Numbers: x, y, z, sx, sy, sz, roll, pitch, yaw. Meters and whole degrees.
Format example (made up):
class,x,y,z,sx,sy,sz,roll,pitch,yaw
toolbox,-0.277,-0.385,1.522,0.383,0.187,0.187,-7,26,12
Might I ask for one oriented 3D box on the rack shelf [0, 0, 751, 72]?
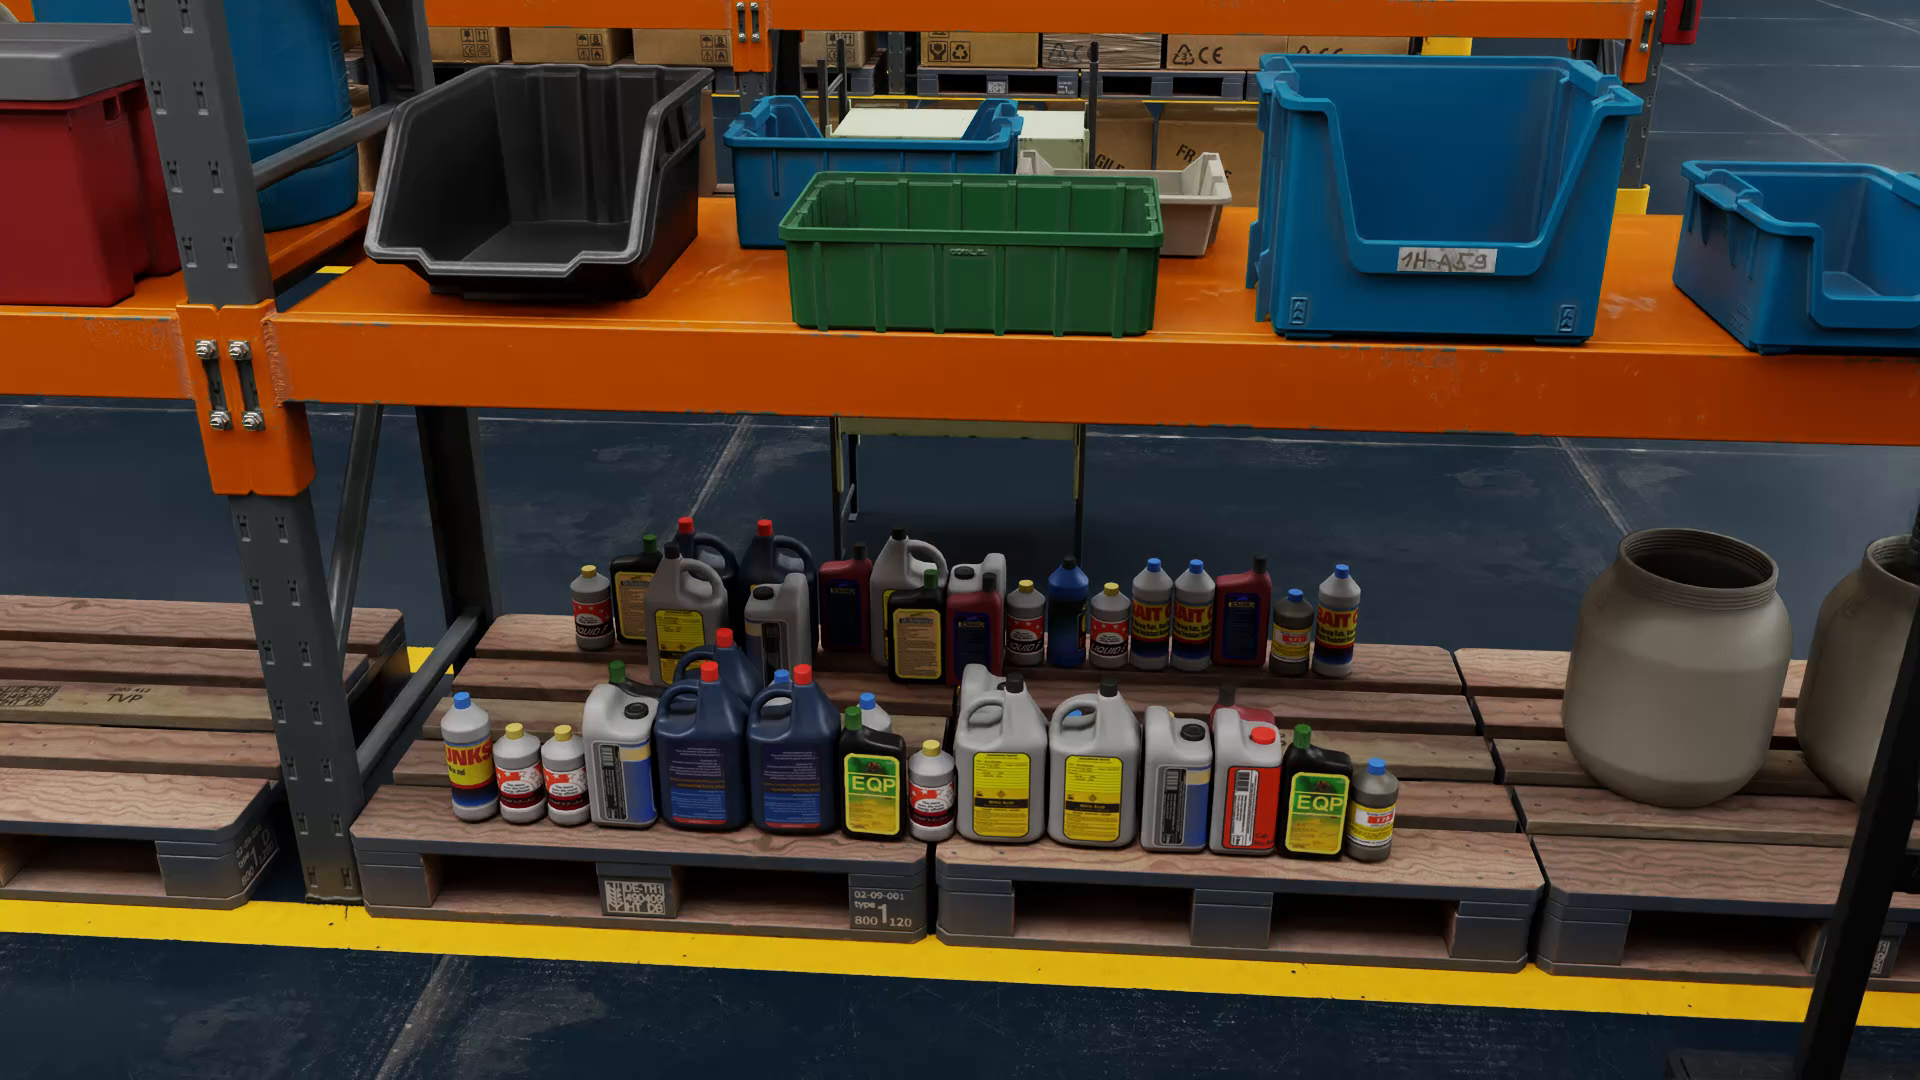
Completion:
class,x,y,z,sx,sy,sz,roll,pitch,yaw
rack shelf,-2.914,-2.594,8.159,4.000,0.370,1.077,2,25,4

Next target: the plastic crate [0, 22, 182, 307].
class,x,y,z,sx,sy,sz,roll,pitch,yaw
plastic crate,-1.806,-0.709,3.127,0.583,0.464,0.402,2,25,4

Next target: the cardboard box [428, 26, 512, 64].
class,x,y,z,sx,sy,sz,roll,pitch,yaw
cardboard box,-3.828,-4.160,12.892,0.750,0.750,1.050,2,25,3

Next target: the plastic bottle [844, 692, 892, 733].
class,x,y,z,sx,sy,sz,roll,pitch,yaw
plastic bottle,-0.189,0.441,3.441,0.097,0.271,0.097,0,25,0

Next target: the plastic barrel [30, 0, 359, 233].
class,x,y,z,sx,sy,sz,roll,pitch,yaw
plastic barrel,-1.662,-1.159,3.580,0.708,0.901,0.600,2,25,4

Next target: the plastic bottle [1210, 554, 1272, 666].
class,x,y,z,sx,sy,sz,roll,pitch,yaw
plastic bottle,0.681,0.167,4.022,0.133,0.283,0.061,2,25,5

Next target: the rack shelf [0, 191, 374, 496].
class,x,y,z,sx,sy,sz,roll,pitch,yaw
rack shelf,-3.294,-0.530,3.673,4.000,0.370,1.077,2,25,4

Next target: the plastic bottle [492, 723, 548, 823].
class,x,y,z,sx,sy,sz,roll,pitch,yaw
plastic bottle,-0.914,0.475,3.450,0.097,0.201,0.097,0,25,0

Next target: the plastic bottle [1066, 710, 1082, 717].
class,x,y,z,sx,sy,sz,roll,pitch,yaw
plastic bottle,0.237,0.452,3.501,0.097,0.201,0.097,0,25,0

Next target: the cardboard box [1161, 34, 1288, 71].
class,x,y,z,sx,sy,sz,roll,pitch,yaw
cardboard box,1.990,-4.040,12.480,0.875,0.875,0.875,1,25,3

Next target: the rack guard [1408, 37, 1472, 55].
class,x,y,z,sx,sy,sz,roll,pitch,yaw
rack guard,3.572,-3.656,12.598,0.348,0.500,1.175,2,25,4

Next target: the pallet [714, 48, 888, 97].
class,x,y,z,sx,sy,sz,roll,pitch,yaw
pallet,-1.215,-3.647,12.924,1.213,0.211,1.003,2,25,4

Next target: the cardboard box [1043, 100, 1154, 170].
class,x,y,z,sx,sy,sz,roll,pitch,yaw
cardboard box,0.672,-1.880,8.236,0.500,0.500,0.500,0,25,-1

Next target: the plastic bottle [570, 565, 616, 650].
class,x,y,z,sx,sy,sz,roll,pitch,yaw
plastic bottle,-0.914,0.161,4.134,0.097,0.201,0.097,0,25,0

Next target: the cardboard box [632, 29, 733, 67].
class,x,y,z,sx,sy,sz,roll,pitch,yaw
cardboard box,-2.027,-4.104,12.770,0.750,0.750,1.050,2,25,4

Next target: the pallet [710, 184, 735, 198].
class,x,y,z,sx,sy,sz,roll,pitch,yaw
pallet,-1.697,-1.614,8.506,1.213,0.211,1.003,2,25,4

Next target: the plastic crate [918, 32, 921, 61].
class,x,y,z,sx,sy,sz,roll,pitch,yaw
plastic crate,-0.166,-4.210,14.106,0.662,0.188,0.450,16,39,31

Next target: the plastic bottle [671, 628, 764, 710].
class,x,y,z,sx,sy,sz,roll,pitch,yaw
plastic bottle,-0.515,0.350,3.544,0.185,0.351,0.144,2,25,4

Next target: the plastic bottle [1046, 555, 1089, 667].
class,x,y,z,sx,sy,sz,roll,pitch,yaw
plastic bottle,0.261,0.167,4.037,0.097,0.271,0.097,0,25,0

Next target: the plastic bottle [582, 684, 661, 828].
class,x,y,z,sx,sy,sz,roll,pitch,yaw
plastic bottle,-0.691,0.437,3.444,0.135,0.276,0.152,3,25,6

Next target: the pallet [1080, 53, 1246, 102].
class,x,y,z,sx,sy,sz,roll,pitch,yaw
pallet,1.532,-3.559,12.732,1.213,0.211,1.003,2,25,4

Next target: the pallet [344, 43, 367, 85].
class,x,y,z,sx,sy,sz,roll,pitch,yaw
pallet,-5.207,-3.808,13.272,1.213,0.211,1.003,2,25,4

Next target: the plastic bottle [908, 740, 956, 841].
class,x,y,z,sx,sy,sz,roll,pitch,yaw
plastic bottle,-0.058,0.503,3.391,0.097,0.201,0.097,0,25,0

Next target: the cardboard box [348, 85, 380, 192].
class,x,y,z,sx,sy,sz,roll,pitch,yaw
cardboard box,-3.119,-2.008,8.490,0.500,0.500,0.700,4,25,8

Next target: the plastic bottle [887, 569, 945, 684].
class,x,y,z,sx,sy,sz,roll,pitch,yaw
plastic bottle,-0.104,0.202,3.945,0.133,0.283,0.061,2,25,4

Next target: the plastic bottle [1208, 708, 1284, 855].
class,x,y,z,sx,sy,sz,roll,pitch,yaw
plastic bottle,0.575,0.478,3.356,0.135,0.276,0.152,2,25,4

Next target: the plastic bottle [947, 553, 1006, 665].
class,x,y,z,sx,sy,sz,roll,pitch,yaw
plastic bottle,0.040,0.169,4.027,0.135,0.276,0.152,2,25,5

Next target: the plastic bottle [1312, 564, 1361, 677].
class,x,y,z,sx,sy,sz,roll,pitch,yaw
plastic bottle,0.905,0.187,3.992,0.097,0.271,0.097,0,25,0

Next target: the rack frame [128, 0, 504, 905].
class,x,y,z,sx,sy,sz,roll,pitch,yaw
rack frame,-1.300,-0.792,3.384,0.127,3.000,1.000,2,25,4

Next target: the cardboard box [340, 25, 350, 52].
class,x,y,z,sx,sy,sz,roll,pitch,yaw
cardboard box,-5.104,-4.016,12.877,0.500,0.500,0.500,2,25,4

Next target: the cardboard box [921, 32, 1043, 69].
class,x,y,z,sx,sy,sz,roll,pitch,yaw
cardboard box,0.182,-4.097,12.605,0.875,0.875,0.875,2,25,5

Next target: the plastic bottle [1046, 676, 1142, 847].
class,x,y,z,sx,sy,sz,roll,pitch,yaw
plastic bottle,0.271,0.436,3.358,0.185,0.351,0.144,3,25,6

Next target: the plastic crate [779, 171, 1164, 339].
class,x,y,z,sx,sy,sz,roll,pitch,yaw
plastic crate,0.032,-0.535,3.078,0.662,0.188,0.450,2,25,4

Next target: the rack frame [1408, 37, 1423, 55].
class,x,y,z,sx,sy,sz,roll,pitch,yaw
rack frame,3.548,-4.793,12.077,0.127,3.000,1.000,2,25,4

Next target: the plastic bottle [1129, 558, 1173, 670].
class,x,y,z,sx,sy,sz,roll,pitch,yaw
plastic bottle,0.463,0.173,4.023,0.097,0.271,0.097,0,25,0

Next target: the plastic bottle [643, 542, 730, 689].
class,x,y,z,sx,sy,sz,roll,pitch,yaw
plastic bottle,-0.646,0.172,3.931,0.185,0.351,0.144,2,25,4

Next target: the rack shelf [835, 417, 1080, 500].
class,x,y,z,sx,sy,sz,roll,pitch,yaw
rack shelf,0.007,-0.385,5.072,0.720,0.370,0.431,2,25,4

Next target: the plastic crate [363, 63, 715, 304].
class,x,y,z,sx,sy,sz,roll,pitch,yaw
plastic crate,-0.787,-0.694,3.245,0.504,0.338,0.767,2,25,4

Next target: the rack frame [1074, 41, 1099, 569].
class,x,y,z,sx,sy,sz,roll,pitch,yaw
rack frame,0.372,-0.669,4.911,0.023,1.500,0.400,2,25,4

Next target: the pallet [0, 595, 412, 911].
class,x,y,z,sx,sy,sz,roll,pitch,yaw
pallet,-2.085,0.465,3.986,1.213,0.211,1.003,2,25,4

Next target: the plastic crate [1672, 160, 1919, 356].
class,x,y,z,sx,sy,sz,roll,pitch,yaw
plastic crate,1.520,-0.511,2.951,0.408,0.251,0.499,2,25,4

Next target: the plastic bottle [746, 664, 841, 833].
class,x,y,z,sx,sy,sz,roll,pitch,yaw
plastic bottle,-0.338,0.416,3.400,0.185,0.351,0.144,1,25,2

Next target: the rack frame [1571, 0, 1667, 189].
class,x,y,z,sx,sy,sz,roll,pitch,yaw
rack frame,3.068,-2.729,7.592,0.127,3.000,1.000,2,25,4

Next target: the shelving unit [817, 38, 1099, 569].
class,x,y,z,sx,sy,sz,roll,pitch,yaw
shelving unit,0.007,-0.681,4.936,0.755,1.500,0.431,2,25,4

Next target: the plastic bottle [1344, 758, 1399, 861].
class,x,y,z,sx,sy,sz,roll,pitch,yaw
plastic bottle,0.824,0.531,3.329,0.097,0.201,0.097,0,25,0

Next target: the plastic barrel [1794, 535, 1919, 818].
class,x,y,z,sx,sy,sz,roll,pitch,yaw
plastic barrel,2.027,0.286,3.514,0.421,0.512,0.421,0,25,0

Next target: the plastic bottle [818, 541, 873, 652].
class,x,y,z,sx,sy,sz,roll,pitch,yaw
plastic bottle,-0.278,0.136,4.089,0.133,0.283,0.061,3,25,8

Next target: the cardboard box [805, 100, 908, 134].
class,x,y,z,sx,sy,sz,roll,pitch,yaw
cardboard box,-0.525,-1.882,8.241,0.500,0.500,0.500,1,25,2

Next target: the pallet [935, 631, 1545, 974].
class,x,y,z,sx,sy,sz,roll,pitch,yaw
pallet,0.587,0.551,3.800,1.213,0.211,1.003,2,25,4

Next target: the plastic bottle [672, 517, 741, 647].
class,x,y,z,sx,sy,sz,roll,pitch,yaw
plastic bottle,-0.635,0.112,4.062,0.185,0.351,0.144,1,25,3
